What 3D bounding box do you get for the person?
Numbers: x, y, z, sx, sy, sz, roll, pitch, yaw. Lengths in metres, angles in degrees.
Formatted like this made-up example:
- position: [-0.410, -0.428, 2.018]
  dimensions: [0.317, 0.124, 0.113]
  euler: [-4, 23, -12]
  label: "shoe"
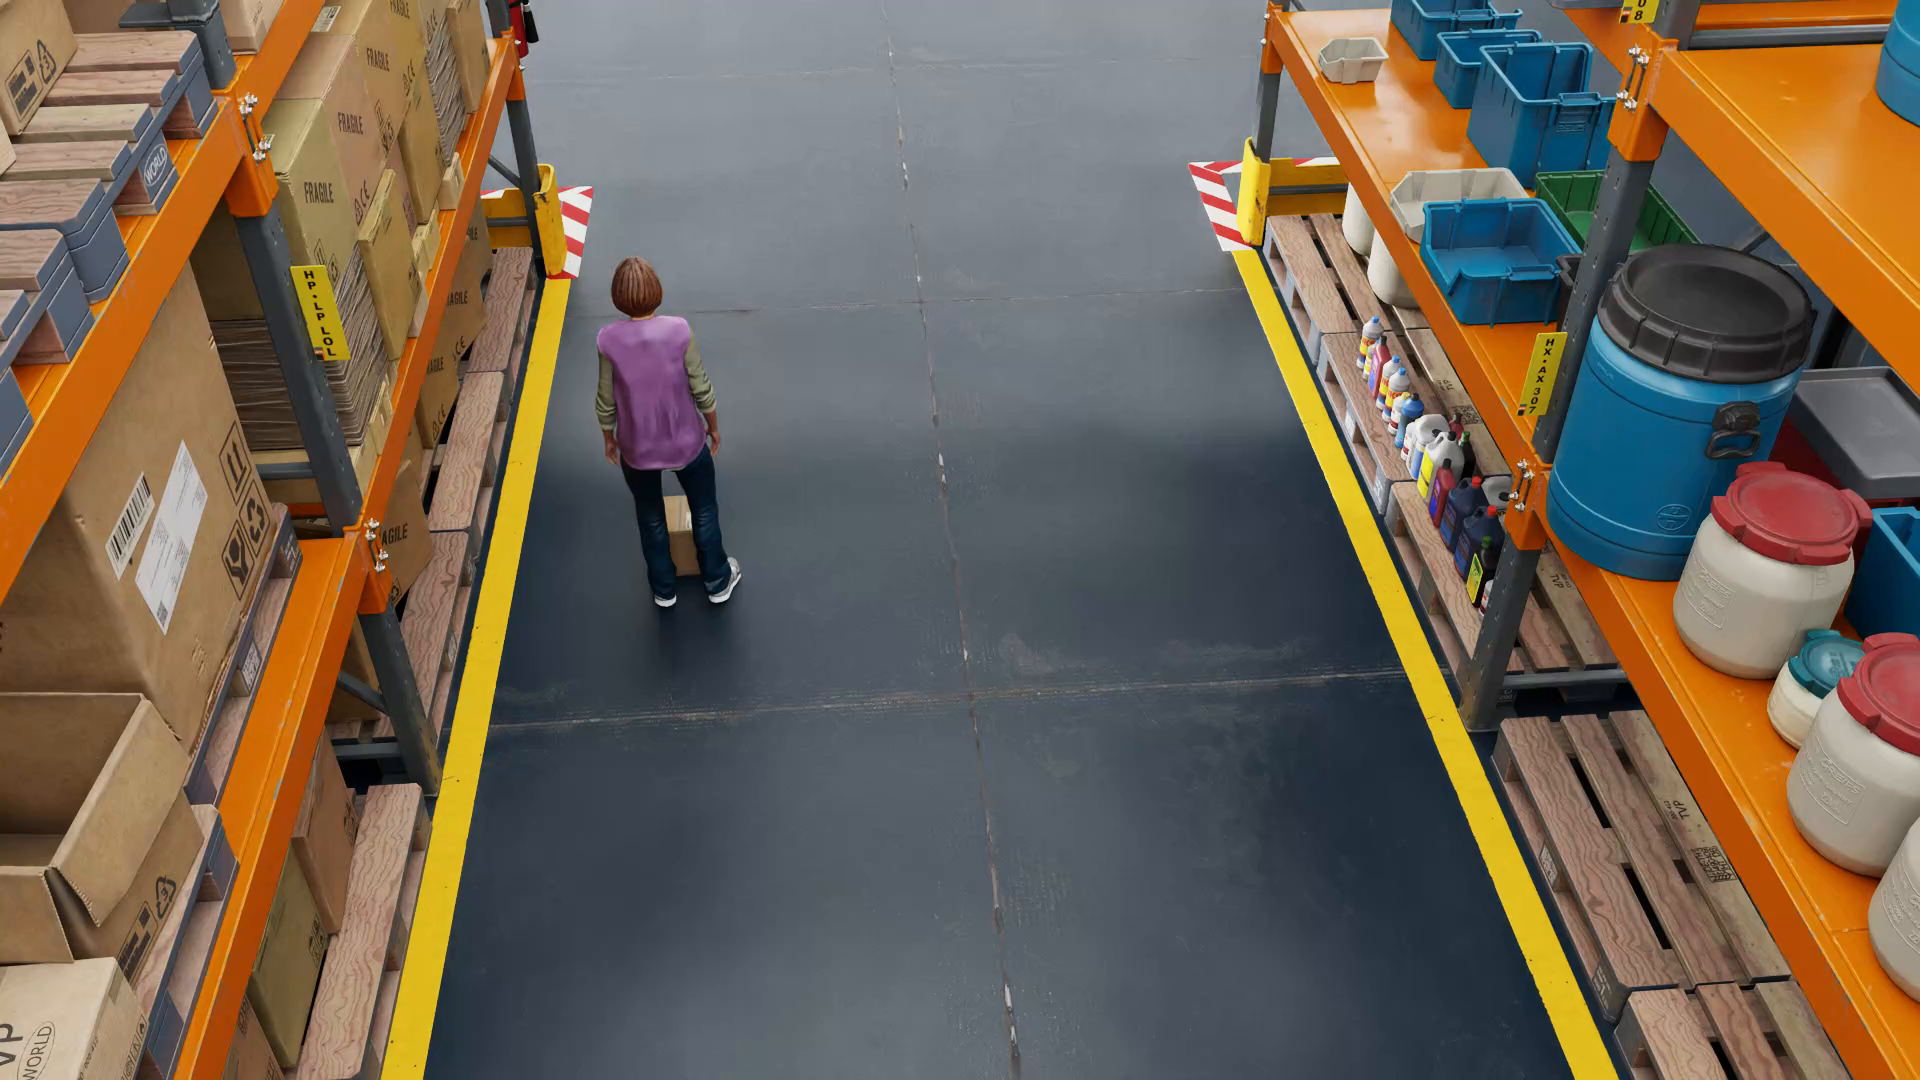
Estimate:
- position: [-1.181, -0.387, 6.630]
  dimensions: [0.485, 1.593, 0.341]
  euler: [-5, 40, -6]
  label: "person"
